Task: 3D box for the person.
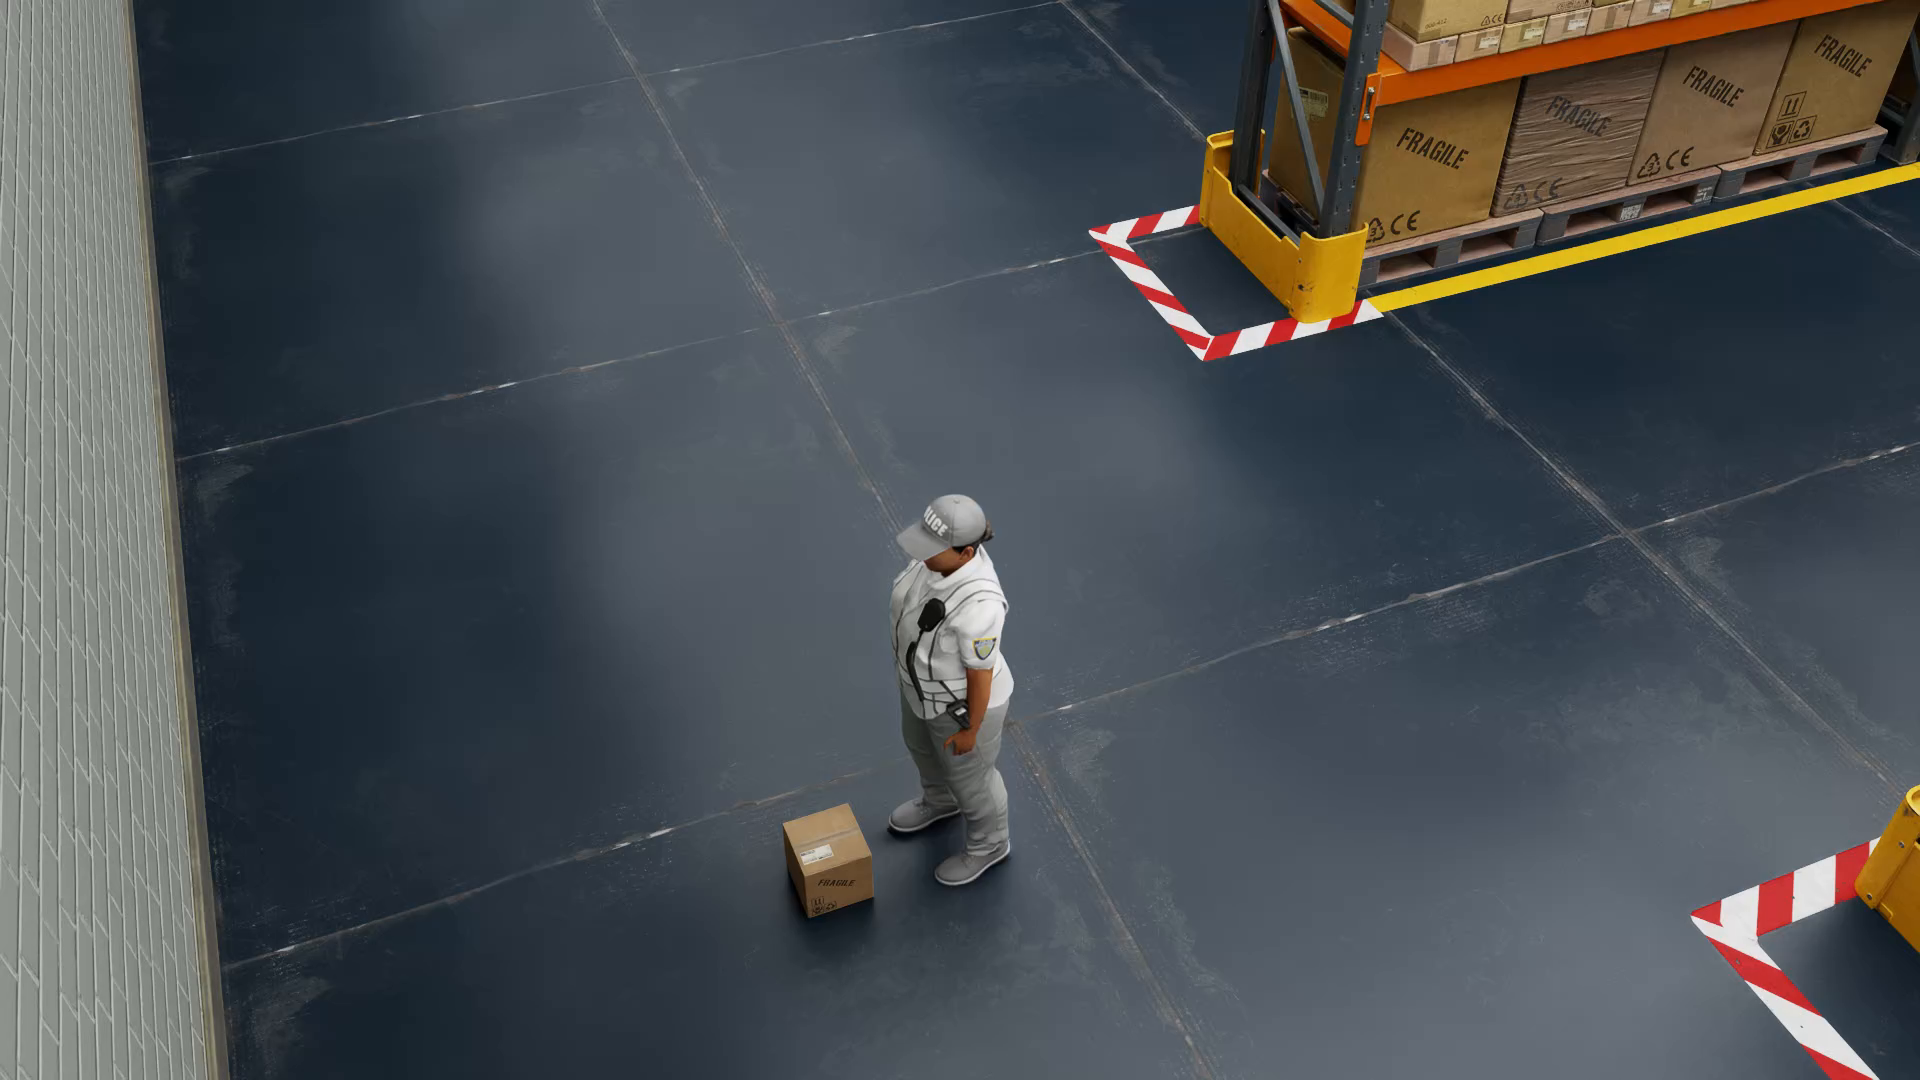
[{"bbox_3d":[-0.036,0.506,5.603,0.393,1.672,0.472,-15,44,-16],"label":"person"}]
